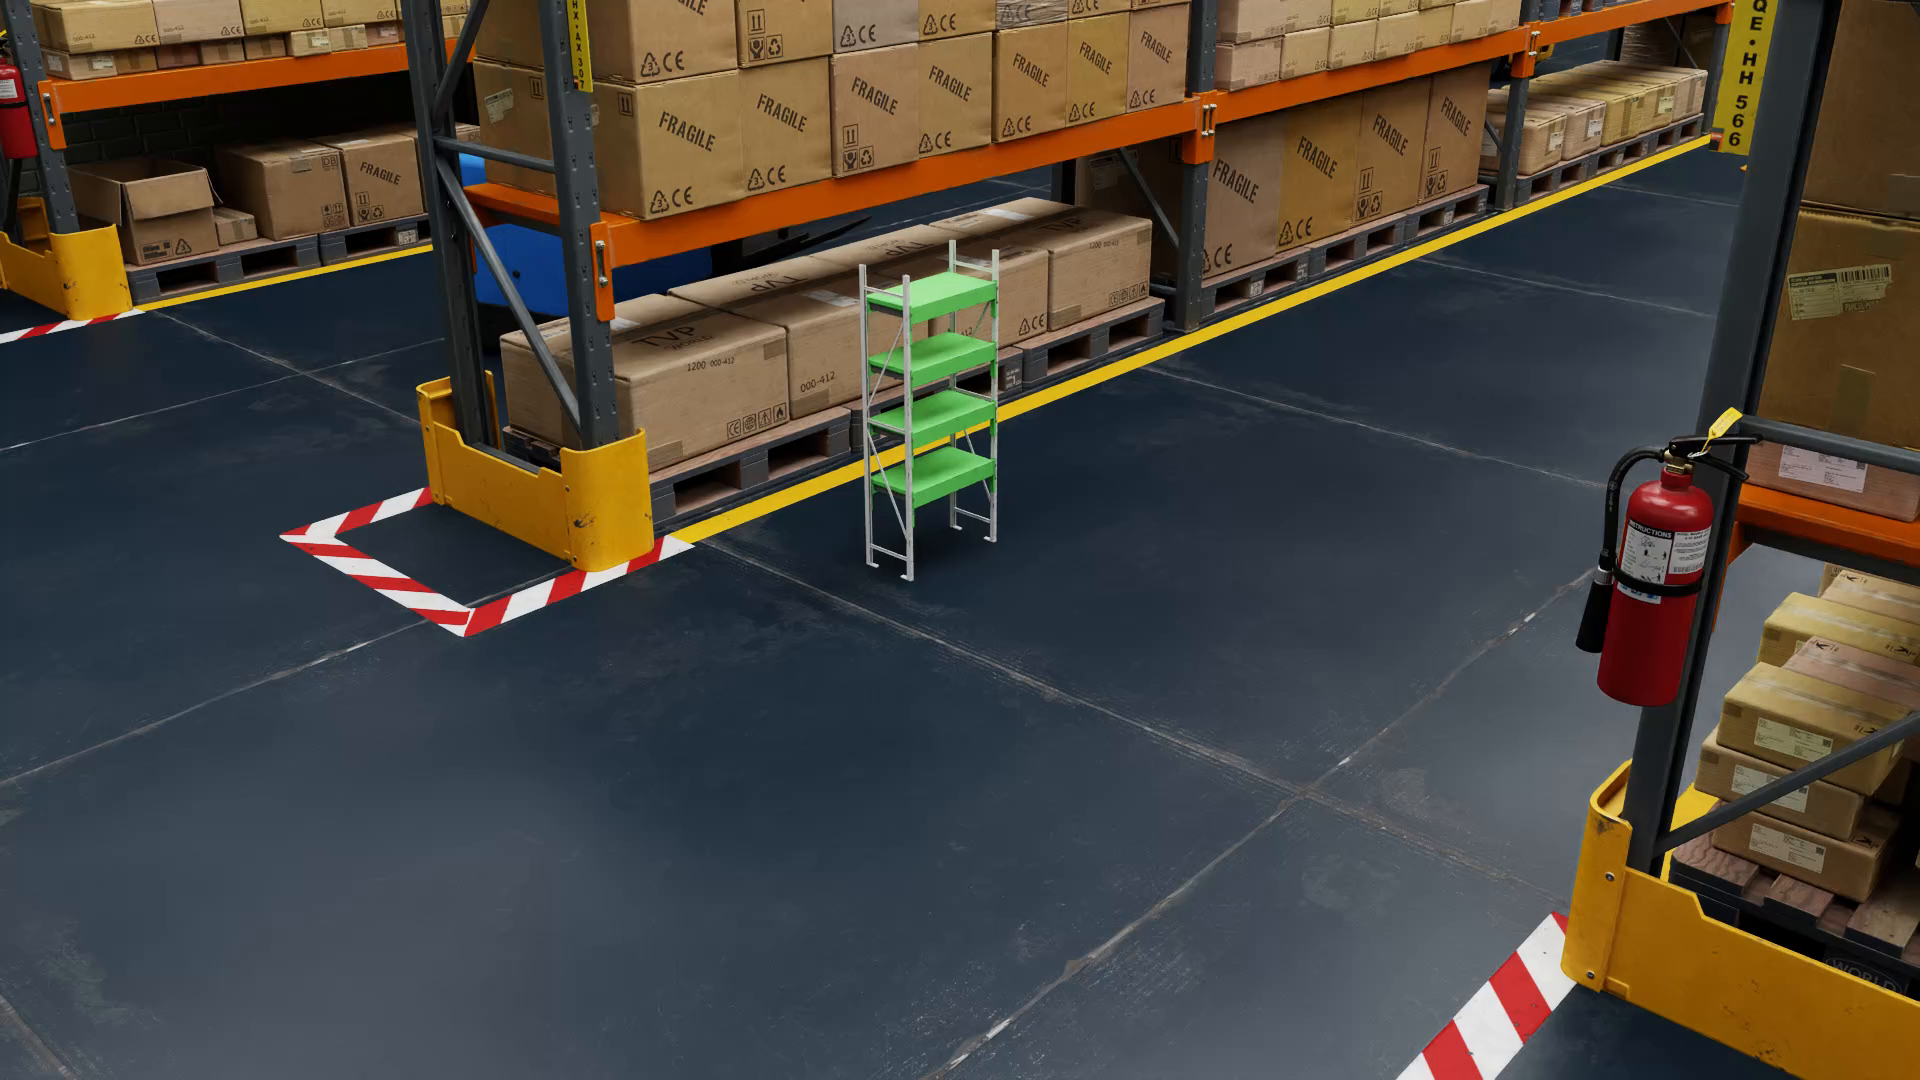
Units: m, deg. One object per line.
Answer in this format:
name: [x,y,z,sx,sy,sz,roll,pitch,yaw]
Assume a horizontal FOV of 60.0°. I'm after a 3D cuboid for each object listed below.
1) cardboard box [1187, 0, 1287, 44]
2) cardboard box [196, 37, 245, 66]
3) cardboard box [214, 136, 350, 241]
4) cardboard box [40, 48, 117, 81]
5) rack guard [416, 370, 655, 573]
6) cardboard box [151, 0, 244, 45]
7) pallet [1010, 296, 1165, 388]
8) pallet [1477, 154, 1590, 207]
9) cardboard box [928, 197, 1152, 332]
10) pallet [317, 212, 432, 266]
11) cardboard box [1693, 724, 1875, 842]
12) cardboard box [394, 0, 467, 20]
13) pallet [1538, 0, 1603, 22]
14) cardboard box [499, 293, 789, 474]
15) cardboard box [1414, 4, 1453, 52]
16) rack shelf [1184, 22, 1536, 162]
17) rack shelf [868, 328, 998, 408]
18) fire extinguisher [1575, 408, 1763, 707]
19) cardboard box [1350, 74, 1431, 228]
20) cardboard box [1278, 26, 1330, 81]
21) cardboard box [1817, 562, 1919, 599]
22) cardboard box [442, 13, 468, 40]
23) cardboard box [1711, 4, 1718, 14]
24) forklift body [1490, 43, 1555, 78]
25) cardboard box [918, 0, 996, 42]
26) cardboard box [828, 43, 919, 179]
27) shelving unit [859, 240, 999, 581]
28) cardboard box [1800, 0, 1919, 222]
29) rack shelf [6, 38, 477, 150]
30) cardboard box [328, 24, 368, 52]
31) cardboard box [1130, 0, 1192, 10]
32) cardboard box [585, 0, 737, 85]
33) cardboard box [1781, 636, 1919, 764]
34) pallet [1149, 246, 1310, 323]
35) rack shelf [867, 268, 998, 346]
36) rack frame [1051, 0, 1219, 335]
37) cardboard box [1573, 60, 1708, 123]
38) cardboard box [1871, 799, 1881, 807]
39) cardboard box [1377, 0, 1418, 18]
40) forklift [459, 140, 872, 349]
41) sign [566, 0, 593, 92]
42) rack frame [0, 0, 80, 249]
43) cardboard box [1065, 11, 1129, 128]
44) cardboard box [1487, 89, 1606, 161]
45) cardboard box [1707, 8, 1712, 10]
cardboard box: [1.441,-2.886,9.092,0.500,0.250,0.500,19,30,36]
cardboard box: [-4.509,-2.955,9.981,0.380,0.149,0.250,21,32,39]
cardboard box: [-4.353,-2.266,10.679,0.700,0.500,0.500,22,32,40]
cardboard box: [-5.008,-2.715,9.446,0.380,0.149,0.250,20,31,37]
rack guard: [-1.749,-0.302,6.813,1.175,0.500,0.348,20,31,38]
cardboard box: [-4.592,-3.090,9.795,0.500,0.250,0.500,21,31,38]
pallet: [0.371,-1.186,9.138,1.003,0.211,1.213,20,31,38]
pallet: [4.129,-2.853,12.855,1.003,0.211,1.213,20,31,38]
cardboard box: [0.438,-1.529,9.113,0.875,0.438,0.875,20,31,37]
pallet: [-4.035,-2.168,11.328,1.003,0.211,1.213,20,31,38]
cardboard box: [2.161,0.605,4.341,0.380,0.149,0.250,19,30,36]
cardboard box: [-3.586,-3.564,10.851,0.500,0.250,0.500,20,31,37]
pallet: [4.003,-4.046,12.343,1.213,0.211,1.003,20,31,38]
cardboard box: [-1.367,-0.701,7.266,0.875,0.438,0.875,19,30,36]
cardboard box: [2.785,-3.285,10.594,0.500,0.250,0.500,20,31,37]
rack shelf: [2.272,-2.950,10.542,1.077,0.370,4.000,20,31,38]
rack shelf: [-0.110,-0.658,6.320,0.258,0.148,0.480,20,31,38]
fire extinguisher: [1.509,0.027,3.574,0.296,0.674,0.183,20,31,38]
cardboard box: [2.485,-2.651,11.081,0.875,0.875,0.875,21,31,38]
cardboard box: [1.771,-2.820,9.558,0.500,0.250,0.500,19,31,36]
cardboard box: [2.832,0.145,5.005,0.380,0.149,0.250,22,32,39]
cardboard box: [-3.445,-3.413,11.003,0.380,0.149,0.250,20,31,37]
cardboard box: [6.999,-4.809,14.948,0.380,0.149,0.250,21,31,38]
forklift body: [5.340,-6.216,17.985,2.313,2.155,1.214,20,31,38]
cardboard box: [-0.191,-2.491,7.295,0.500,0.500,0.500,20,31,38]
cardboard box: [-0.529,-1.875,7.144,0.500,0.500,0.500,20,31,37]
shelving unit: [-0.110,-0.497,6.392,0.258,1.200,0.503,20,31,38]
cardboard box: [2.141,-0.974,3.549,0.500,0.500,0.500,19,31,36]
rack shelf: [-4.097,-3.085,10.845,1.077,0.370,4.000,20,31,38]
cardboard box: [-3.950,-3.180,10.482,0.380,0.149,0.250,21,32,39]
cardboard box: [0.828,-2.952,8.322,0.500,0.500,0.500,20,31,37]
cardboard box: [-1.200,-2.021,6.246,0.500,0.500,0.500,19,31,36]
cardboard box: [2.396,0.417,4.398,0.380,0.149,0.250,21,32,38]
pallet: [1.396,-1.652,10.177,1.003,0.211,1.213,20,31,38]
rack shelf: [-0.110,-0.877,6.222,0.258,0.148,0.480,20,31,38]
rack frame: [0.937,-2.669,9.036,1.000,3.000,0.127,20,31,38]
cardboard box: [5.928,-3.938,14.566,0.950,0.372,0.625,21,31,38]
cardboard box: [2.313,0.657,4.591,0.380,0.149,0.250,21,32,39]
cardboard box: [2.460,-3.353,10.135,0.500,0.250,0.500,19,30,36]
forklift: [-1.609,-2.805,9.424,1.130,2.935,3.031,13,27,26]
sign: [-1.323,-1.728,5.783,0.100,0.325,0.005,20,31,38]
rack frame: [-5.432,-2.804,9.338,1.000,3.000,0.127,20,31,38]
cardboard box: [0.479,-2.345,8.192,0.500,0.500,0.500,19,31,36]
cardboard box: [4.478,-3.277,13.090,0.950,0.372,0.625,19,31,37]
cardboard box: [7.220,-4.658,15.403,0.500,0.500,0.500,22,32,40]
